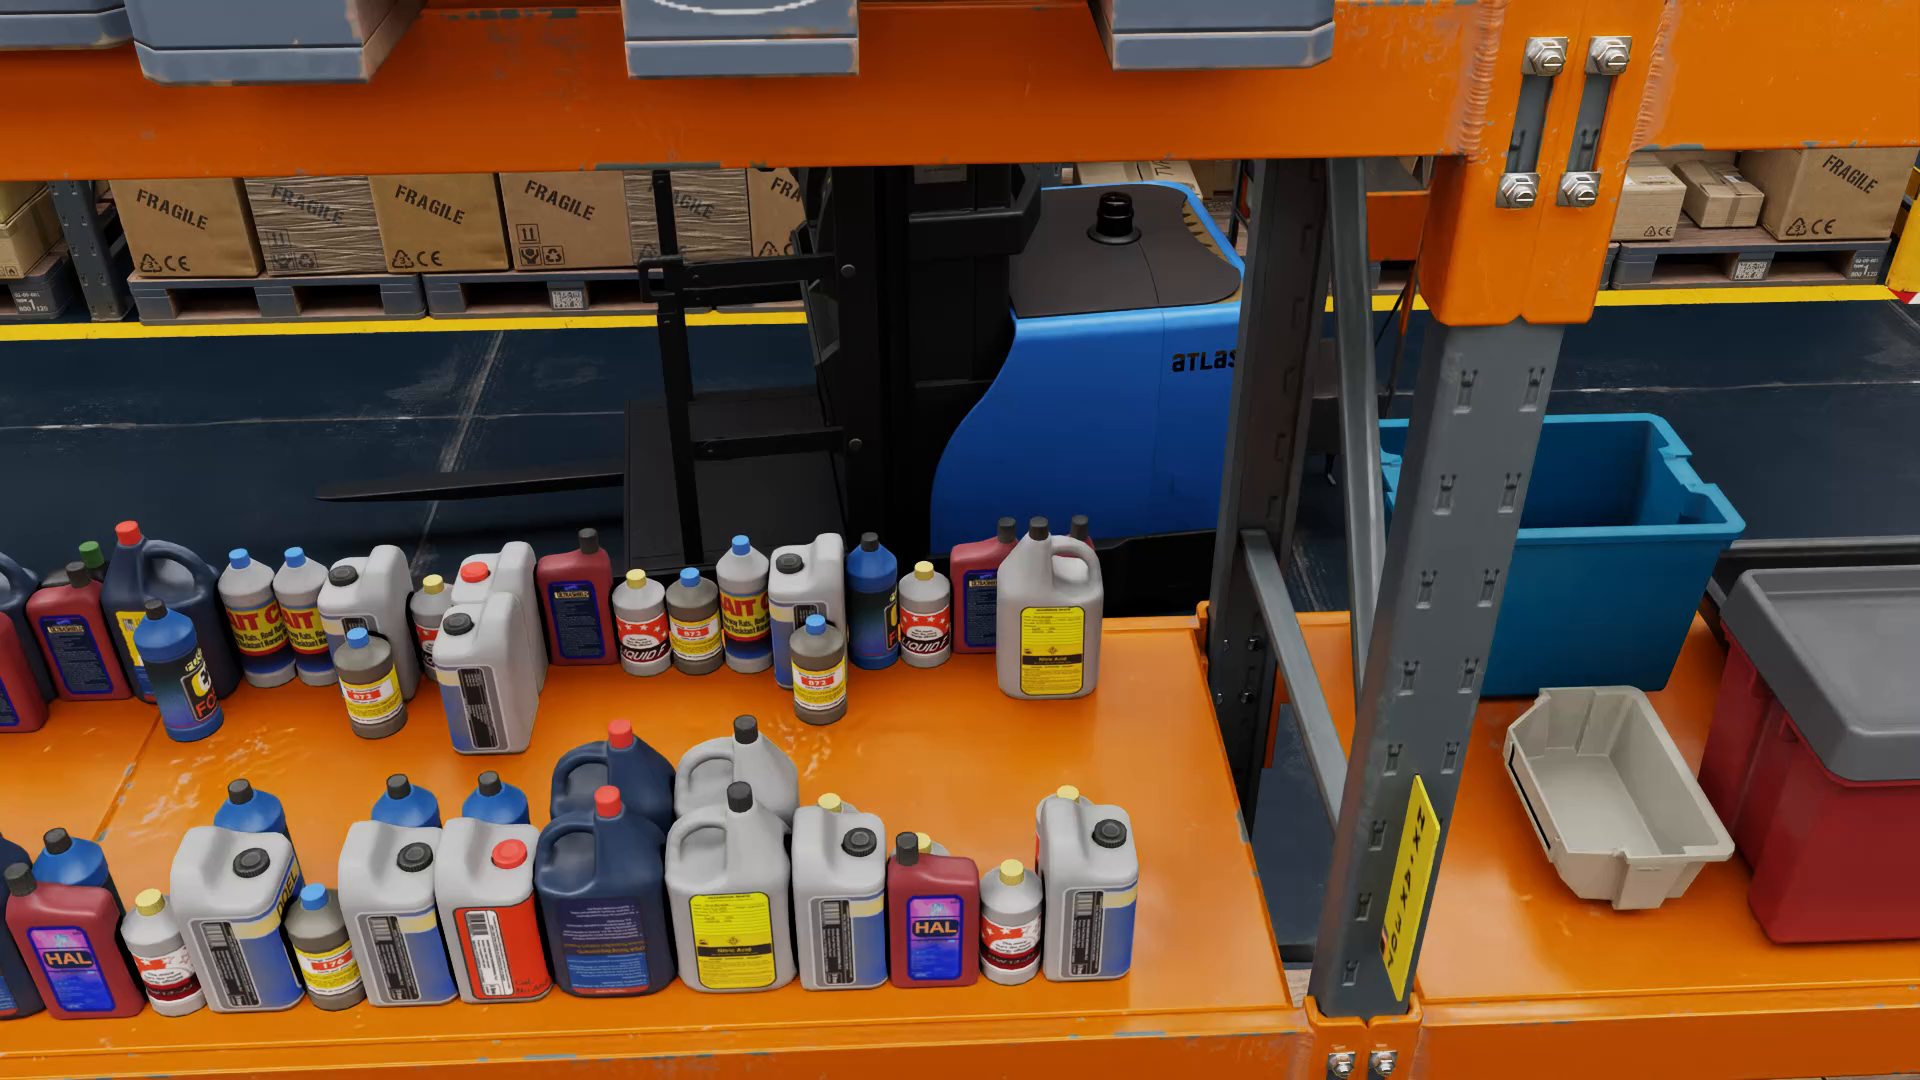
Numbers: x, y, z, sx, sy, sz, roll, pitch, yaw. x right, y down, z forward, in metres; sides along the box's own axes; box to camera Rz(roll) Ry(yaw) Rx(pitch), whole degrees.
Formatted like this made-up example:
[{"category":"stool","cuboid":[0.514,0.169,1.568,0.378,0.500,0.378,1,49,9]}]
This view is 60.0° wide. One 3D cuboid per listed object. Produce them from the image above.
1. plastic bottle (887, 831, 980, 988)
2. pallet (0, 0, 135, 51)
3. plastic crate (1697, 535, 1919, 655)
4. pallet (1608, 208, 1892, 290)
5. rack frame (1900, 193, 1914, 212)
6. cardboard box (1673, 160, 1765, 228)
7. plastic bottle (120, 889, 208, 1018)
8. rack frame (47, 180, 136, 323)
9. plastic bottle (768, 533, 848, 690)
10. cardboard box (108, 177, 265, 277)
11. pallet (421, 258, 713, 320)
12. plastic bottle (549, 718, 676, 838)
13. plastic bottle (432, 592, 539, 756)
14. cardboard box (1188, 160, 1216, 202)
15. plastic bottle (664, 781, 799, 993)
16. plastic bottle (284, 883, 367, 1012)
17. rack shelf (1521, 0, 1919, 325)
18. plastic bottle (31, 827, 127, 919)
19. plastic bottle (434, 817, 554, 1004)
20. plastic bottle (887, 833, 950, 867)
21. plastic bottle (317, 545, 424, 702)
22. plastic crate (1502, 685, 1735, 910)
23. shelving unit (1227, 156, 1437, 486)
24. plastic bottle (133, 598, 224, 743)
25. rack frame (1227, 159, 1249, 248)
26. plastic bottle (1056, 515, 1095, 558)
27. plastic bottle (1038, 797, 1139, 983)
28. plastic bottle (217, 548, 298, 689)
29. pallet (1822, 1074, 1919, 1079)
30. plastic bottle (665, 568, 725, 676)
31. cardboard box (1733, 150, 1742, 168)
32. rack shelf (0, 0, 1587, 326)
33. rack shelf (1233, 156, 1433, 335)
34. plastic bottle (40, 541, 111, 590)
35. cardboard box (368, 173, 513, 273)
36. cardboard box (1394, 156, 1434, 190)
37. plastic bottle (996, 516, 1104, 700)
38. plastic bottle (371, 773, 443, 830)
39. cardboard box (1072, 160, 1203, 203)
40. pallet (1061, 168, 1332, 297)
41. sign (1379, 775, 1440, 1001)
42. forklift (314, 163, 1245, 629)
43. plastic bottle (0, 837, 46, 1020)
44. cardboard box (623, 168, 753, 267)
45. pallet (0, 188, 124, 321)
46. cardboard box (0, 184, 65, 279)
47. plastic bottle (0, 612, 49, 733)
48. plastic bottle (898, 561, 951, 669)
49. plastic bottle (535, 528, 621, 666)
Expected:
[{"category":"plastic bottle","cuboid":[-0.039,0.540,2.437,0.133,0.283,0.061,-2,35,-2]},{"category":"pallet","cuboid":[-1.343,-0.782,1.774,1.213,0.211,1.003,-2,35,-2]},{"category":"plastic crate","cuboid":[1.674,0.171,3.056,0.590,0.125,0.437,-2,35,-2]},{"category":"pallet","cuboid":[3.461,-1.487,7.714,1.213,0.211,1.003,-2,35,-2]},{"category":"rack frame","cuboid":[4.333,-2.658,6.955,0.127,3.000,1.000,-2,35,-2]},{"category":"cardboard box","cuboid":[3.393,-1.560,7.471,0.250,0.166,0.380,-2,35,-2]},{"category":"plastic bottle","cuboid":[-1.159,0.593,2.431,0.097,0.201,0.097,0,35,0]},{"category":"rack frame","cuboid":[-3.658,-2.443,6.644,0.127,3.000,1.000,-2,35,-2]},{"category":"plastic bottle","cuboid":[-0.277,0.122,3.047,0.135,0.276,0.152,-2,35,-2]},{"category":"cardboard box","cuboid":[-3.190,-1.446,7.013,0.500,0.500,0.500,0,35,0]},{"category":"pallet","cuboid":[-1.695,-1.326,7.480,1.213,0.211,1.003,-2,35,-2]},{"category":"plastic bottle","cuboid":[-0.526,0.419,2.552,0.185,0.351,0.144,-2,35,-2]},{"category":"plastic bottle","cuboid":[-0.830,0.224,2.900,0.135,0.276,0.152,-2,35,-2]},{"category":"cardboard box","cuboid":[0.893,-1.880,7.641,0.500,0.500,0.500,-2,35,-2]},{"category":"plastic bottle","cuboid":[-0.334,0.496,2.440,0.185,0.351,0.144,-2,35,-2]},{"category":"plastic bottle","cuboid":[-0.928,0.587,2.440,0.097,0.201,0.097,0,35,0]},{"category":"rack shelf","cuboid":[2.566,-0.726,2.160,4.000,0.370,1.077,-2,35,-2]},{"category":"plastic bottle","cuboid":[-1.295,0.533,2.456,0.097,0.271,0.097,0,35,0]},{"category":"plastic bottle","cuboid":[-0.679,0.534,2.452,0.135,0.276,0.152,-2,35,-2]},{"category":"plastic bottle","cuboid":[-0.061,0.529,2.524,0.097,0.201,0.097,0,35,0]},{"category":"plastic bottle","cuboid":[-1.069,0.143,3.016,0.135,0.276,0.152,-2,35,-2]},{"category":"plastic crate","cuboid":[1.040,0.418,2.690,0.243,0.136,0.396,-2,35,-2]},{"category":"shelving unit","cuboid":[1.166,-0.984,5.312,0.503,2.100,0.431,-4,35,-8]},{"category":"plastic bottle","cuboid":[-1.373,0.220,2.909,0.097,0.271,0.097,0,35,0]},{"category":"rack frame","cuboid":[0.925,-0.969,5.277,0.015,2.100,0.400,-4,35,-8]},{"category":"plastic bottle","cuboid":[0.182,0.081,3.100,0.133,0.283,0.061,-2,35,-2]},{"category":"plastic bottle","cuboid":[0.190,0.511,2.485,0.135,0.276,0.152,-2,35,-2]},{"category":"plastic bottle","cuboid":[-1.283,0.135,3.032,0.097,0.271,0.097,0,35,0]},{"category":"pallet","cuboid":[2.523,1.335,3.635,1.213,0.211,1.003,-2,35,-2]},{"category":"plastic bottle","cuboid":[-0.492,0.143,3.082,0.097,0.201,0.097,0,35,0]},{"category":"cardboard box","cuboid":[3.649,-1.852,7.893,0.250,0.166,0.380,-2,35,-2]},{"category":"rack shelf","cuboid":[-1.429,-0.619,2.004,4.000,0.370,1.077,-2,35,-2]},{"category":"rack shelf","cuboid":[1.165,-0.972,5.320,0.480,0.518,0.431,-4,35,-8]},{"category":"plastic bottle","cuboid":[-1.584,0.128,3.031,0.133,0.283,0.061,-2,35,-2]},{"category":"cardboard box","cuboid":[-2.166,-1.474,7.053,0.500,0.500,0.500,-2,35,-3]},{"category":"cardboard box","cuboid":[2.214,-1.758,7.462,0.637,0.503,0.797,-2,35,-2]},{"category":"plastic bottle","cuboid":[0.161,0.112,2.996,0.185,0.351,0.144,-2,35,-2]},{"category":"plastic bottle","cuboid":[-0.837,0.469,2.549,0.097,0.271,0.097,0,35,0]},{"category":"cardboard box","cuboid":[0.767,-1.514,7.278,0.500,0.311,0.500,-2,35,-2]},{"category":"pallet","cuboid":[1.024,-1.422,7.619,1.213,0.211,1.003,-2,35,-2]},{"category":"sign","cuboid":[0.593,0.464,2.200,0.005,0.325,0.100,-2,35,-2]},{"category":"forklift","cuboid":[-0.621,-1.147,4.832,3.031,2.935,1.130,-5,35,-8]},{"category":"plastic bottle","cuboid":[-1.435,0.526,2.397,0.185,0.351,0.144,-2,35,-2]},{"category":"cardboard box","cuboid":[-1.137,-1.506,7.100,0.500,0.500,0.500,-1,35,-2]},{"category":"pallet","cuboid":[-4.482,-1.296,7.437,1.213,0.211,1.003,-2,35,-2]},{"category":"cardboard box","cuboid":[-4.172,-1.332,7.086,0.500,0.250,0.500,-1,35,-1]},{"category":"plastic bottle","cuboid":[-1.710,0.214,2.908,0.133,0.283,0.061,-2,35,-2]},{"category":"plastic bottle","cuboid":[-0.066,0.131,3.099,0.097,0.201,0.097,0,35,0]},{"category":"plastic bottle","cuboid":[-0.705,0.104,3.066,0.133,0.283,0.061,-2,35,-2]}]
